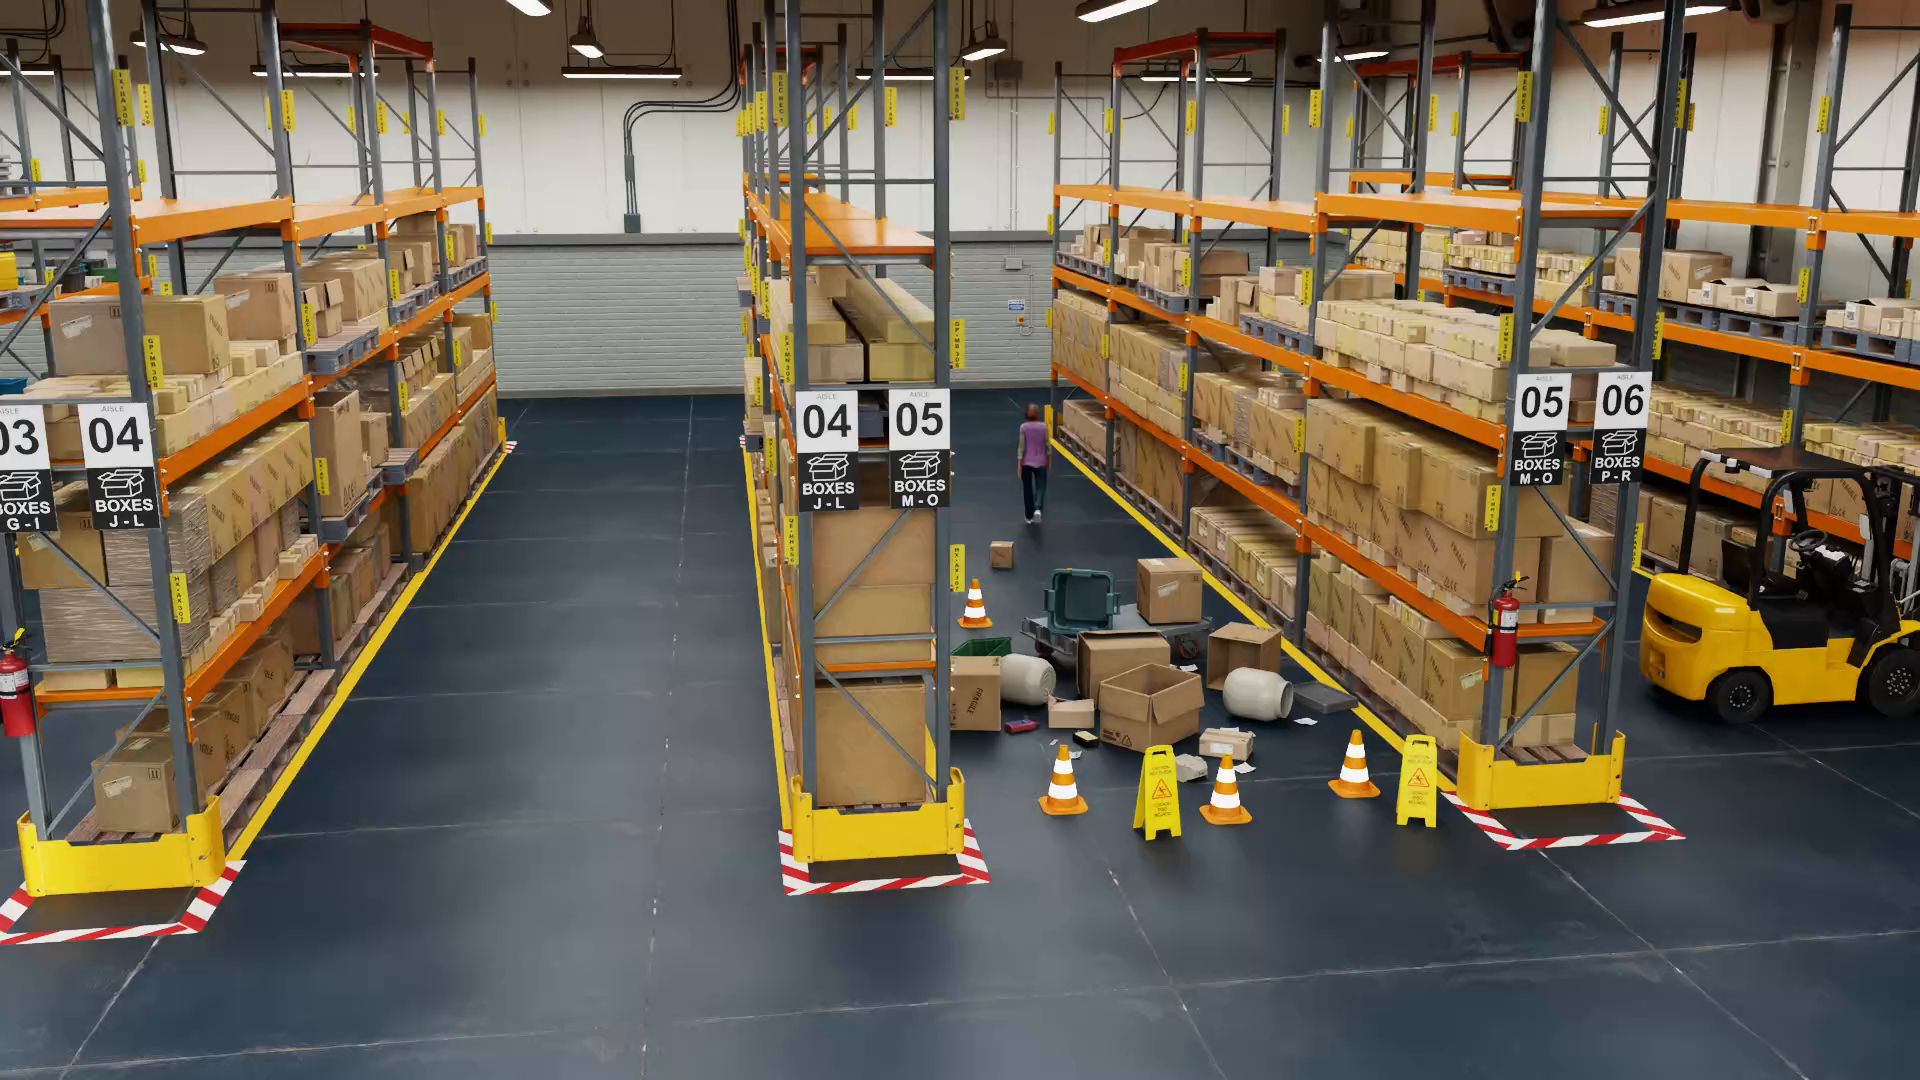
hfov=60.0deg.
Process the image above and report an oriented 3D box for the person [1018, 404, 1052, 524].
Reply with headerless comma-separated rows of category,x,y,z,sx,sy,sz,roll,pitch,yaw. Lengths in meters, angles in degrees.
person,0.935,-0.937,20.897,0.426,1.567,0.783,1,13,3
